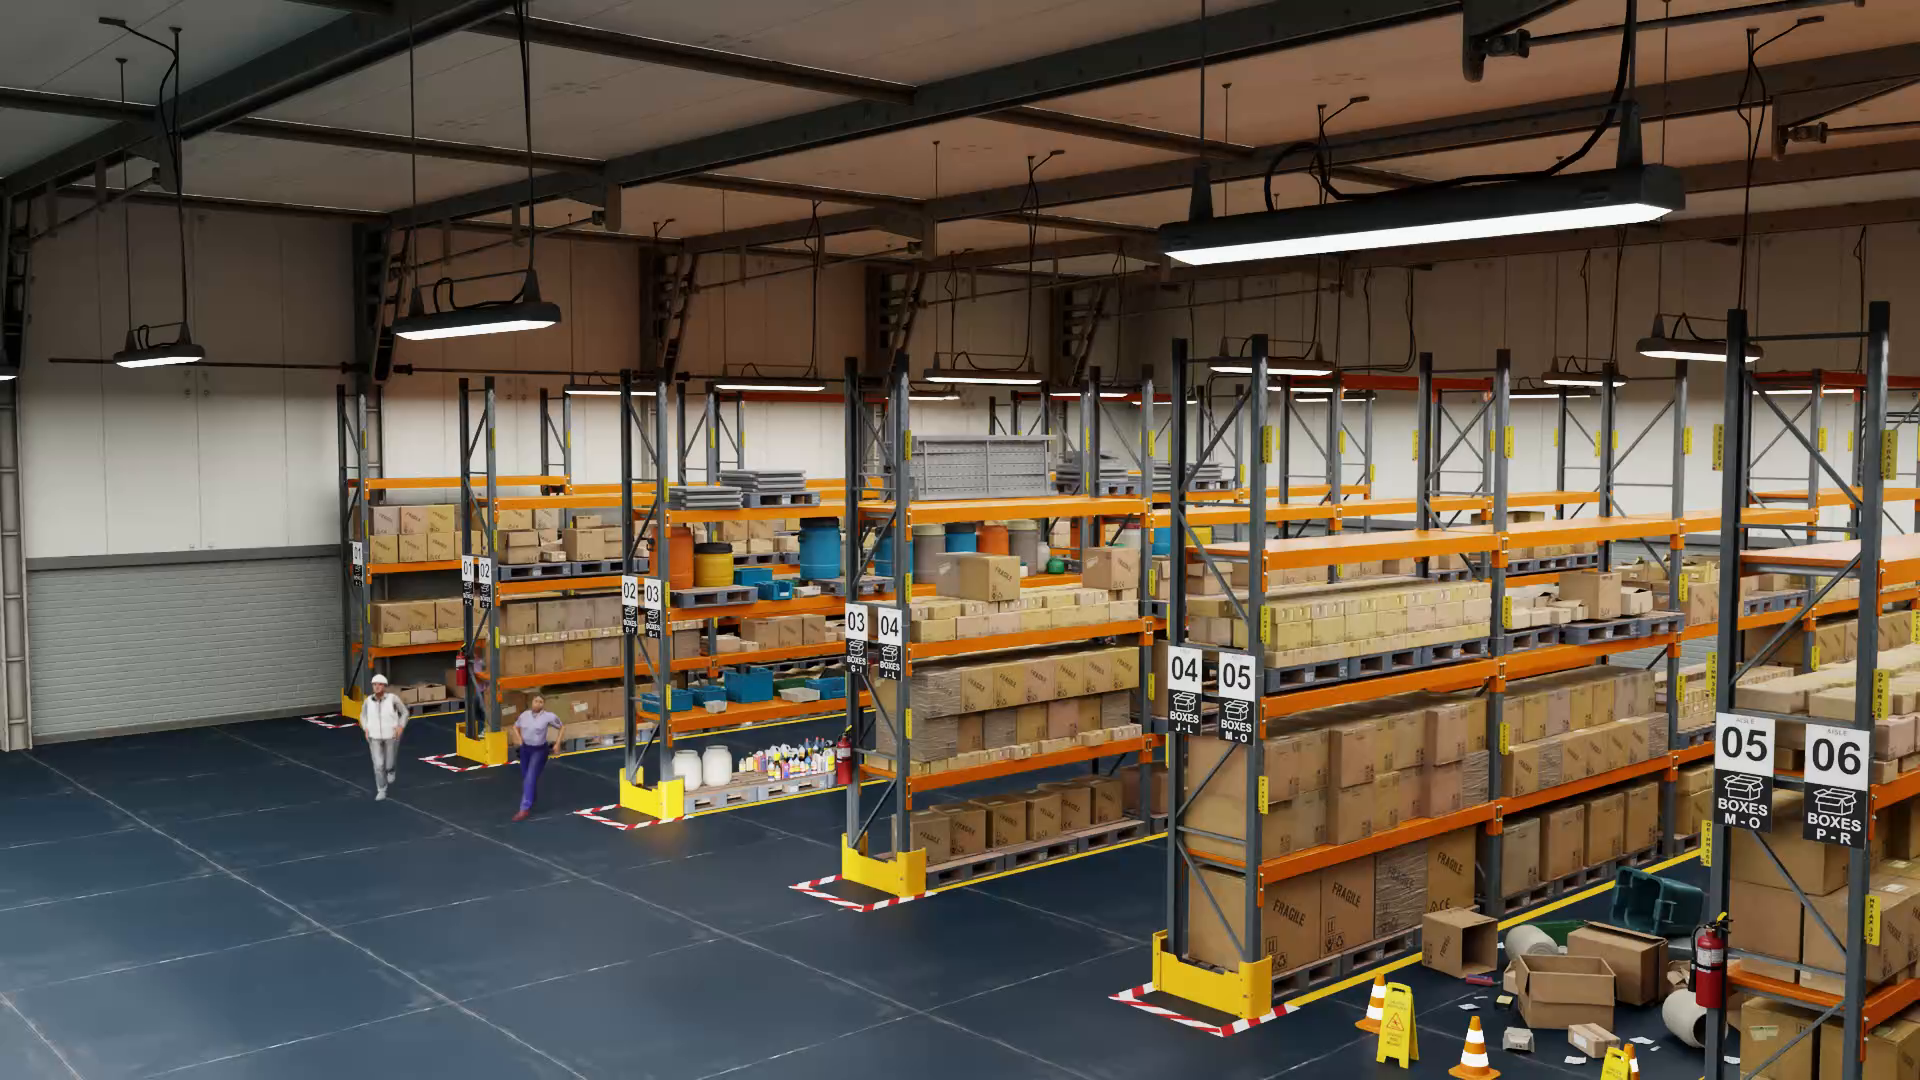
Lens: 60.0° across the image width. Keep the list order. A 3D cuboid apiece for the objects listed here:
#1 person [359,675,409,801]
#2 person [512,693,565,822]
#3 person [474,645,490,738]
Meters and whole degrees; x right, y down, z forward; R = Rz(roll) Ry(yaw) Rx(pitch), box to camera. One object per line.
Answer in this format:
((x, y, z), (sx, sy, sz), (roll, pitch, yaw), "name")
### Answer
((-8.133, 2.761, 23.507), (0.668, 1.756, 0.651), (-1, 4, -9), "person")
((-5.687, 2.869, 22.282), (0.677, 1.646, 0.873), (1, 4, 11), "person")
((-8.104, 2.542, 27.864), (0.544, 1.563, 0.585), (3, 5, 36), "person")
